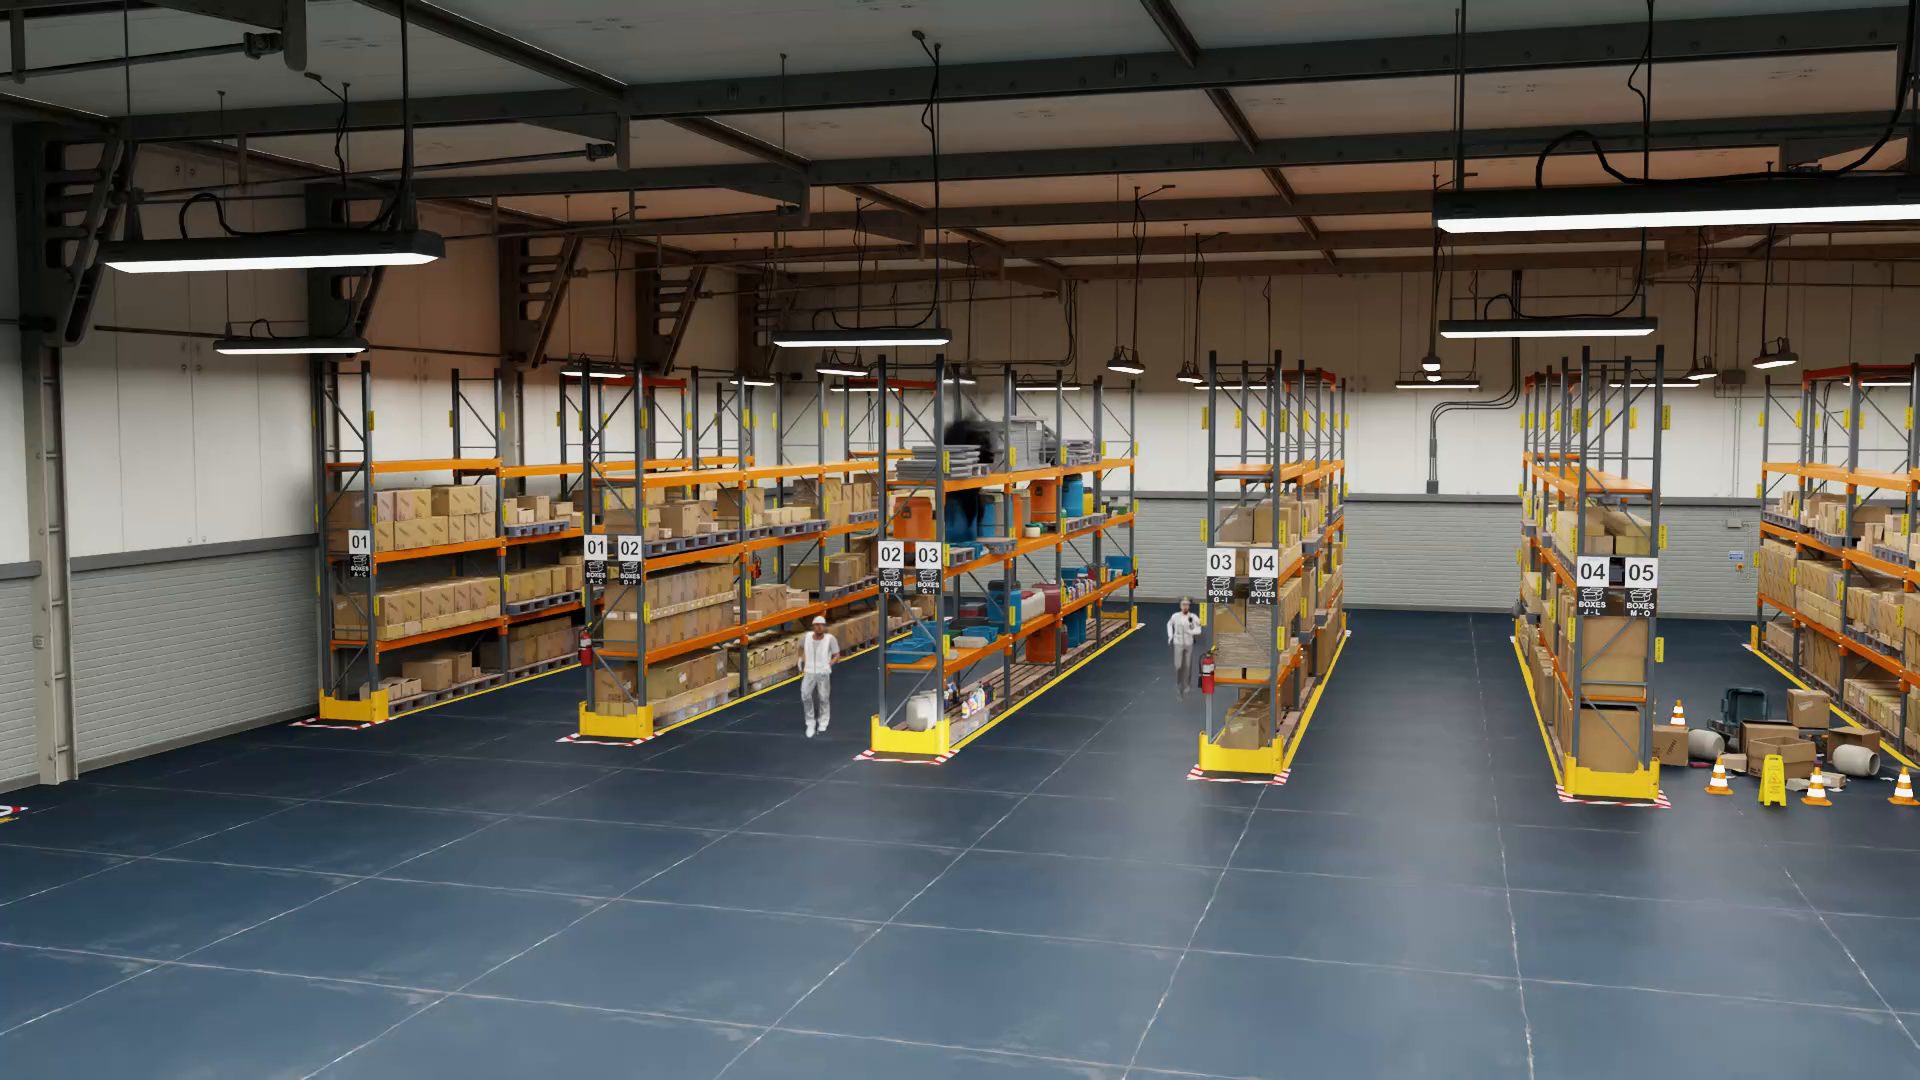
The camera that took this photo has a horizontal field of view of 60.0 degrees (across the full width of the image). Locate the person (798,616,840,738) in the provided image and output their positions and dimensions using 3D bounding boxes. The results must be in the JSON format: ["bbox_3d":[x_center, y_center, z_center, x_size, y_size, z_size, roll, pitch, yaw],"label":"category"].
[{"bbox_3d":[-2.155,2.059,25.154,0.700,1.837,0.594,1,4,9],"label":"person"}]

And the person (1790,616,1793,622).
[{"bbox_3d":[18.940,1.484,37.267,0.746,1.798,0.664,-3,5,-40],"label":"person"}]

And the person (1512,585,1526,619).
[{"bbox_3d":[13.177,1.462,38.755,0.526,1.633,0.593,0,4,5],"label":"person"}]

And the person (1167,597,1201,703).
[{"bbox_3d":[3.833,1.862,28.449,0.576,1.799,0.695,1,4,8],"label":"person"}]
